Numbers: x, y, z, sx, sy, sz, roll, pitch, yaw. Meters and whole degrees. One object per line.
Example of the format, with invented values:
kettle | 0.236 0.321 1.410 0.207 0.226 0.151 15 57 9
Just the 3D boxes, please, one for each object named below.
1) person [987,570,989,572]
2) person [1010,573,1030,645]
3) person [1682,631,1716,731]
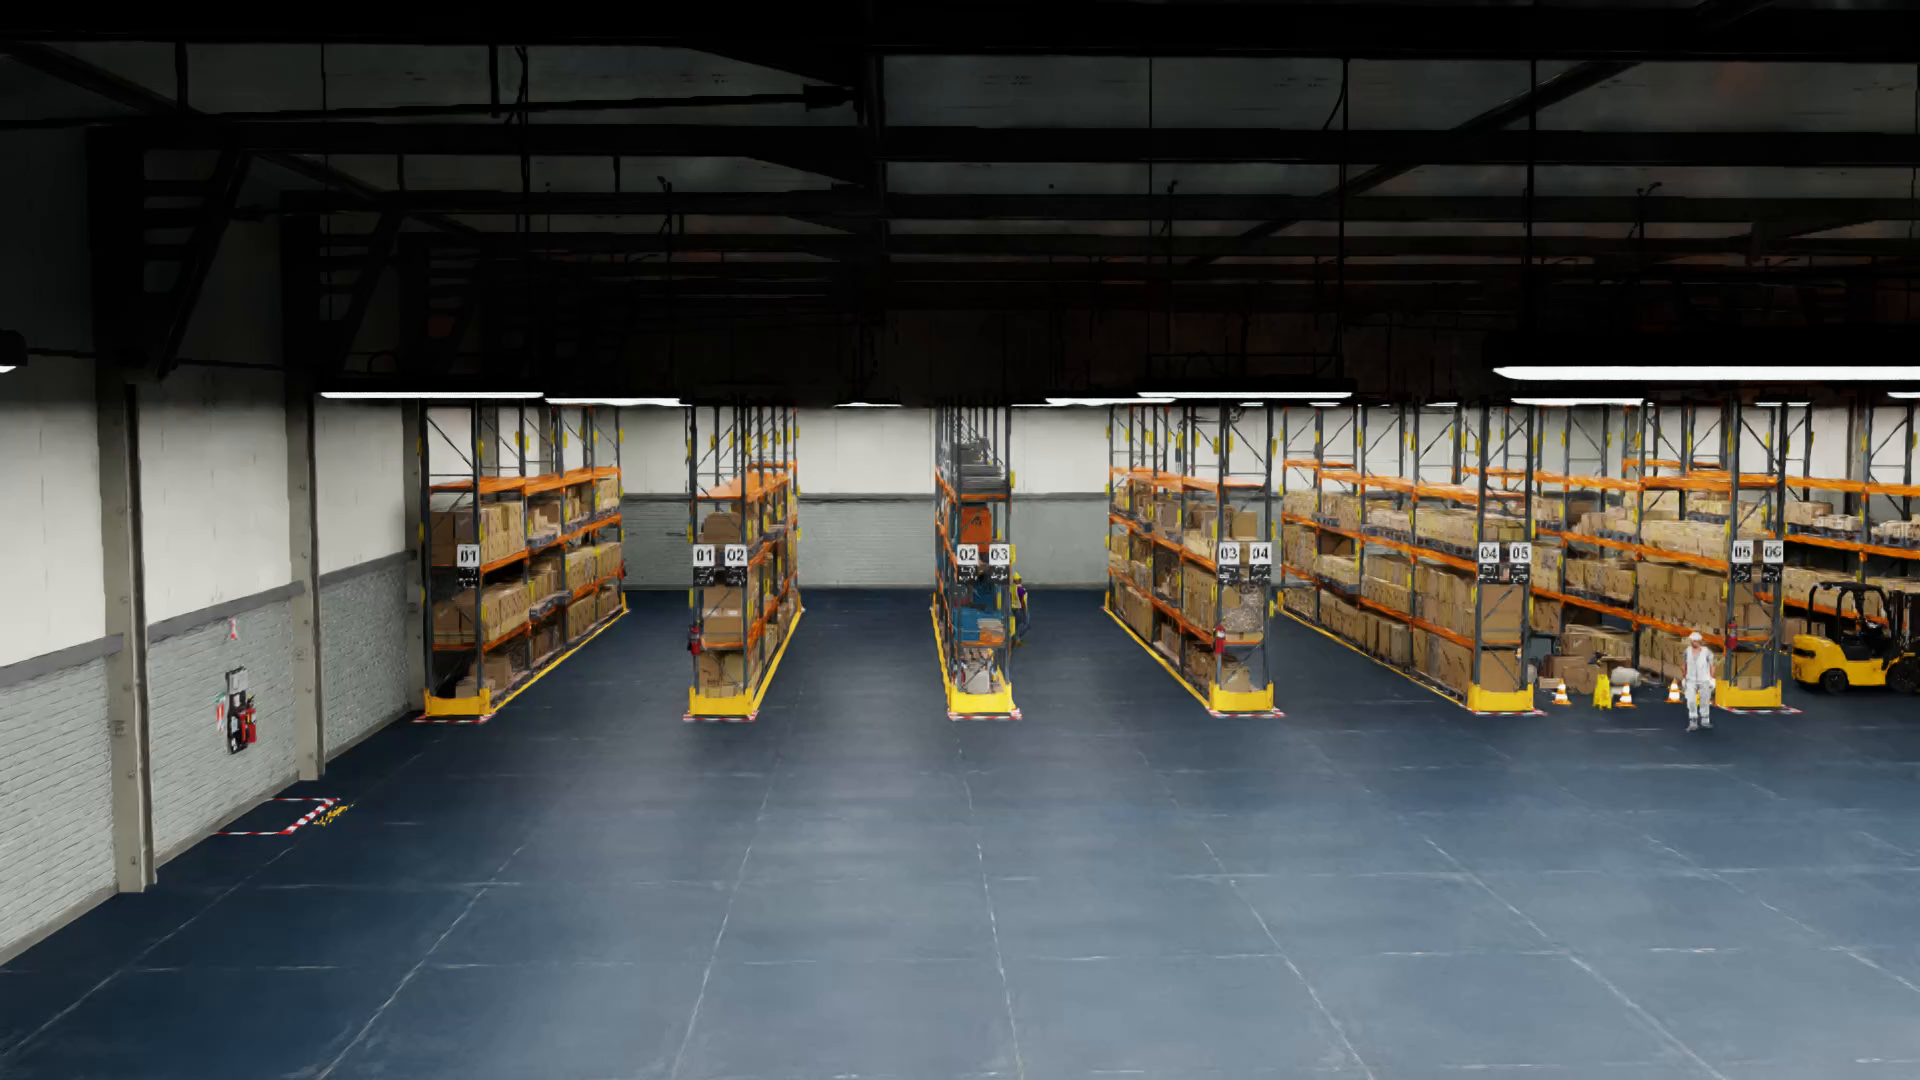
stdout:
person | 0.778 1.373 45.443 0.568 1.528 0.780 -2 5 -21
person | 1.409 1.675 40.229 0.456 1.762 0.607 -3 5 -30
person | 13.198 2.507 29.690 0.575 1.775 0.574 3 5 34
